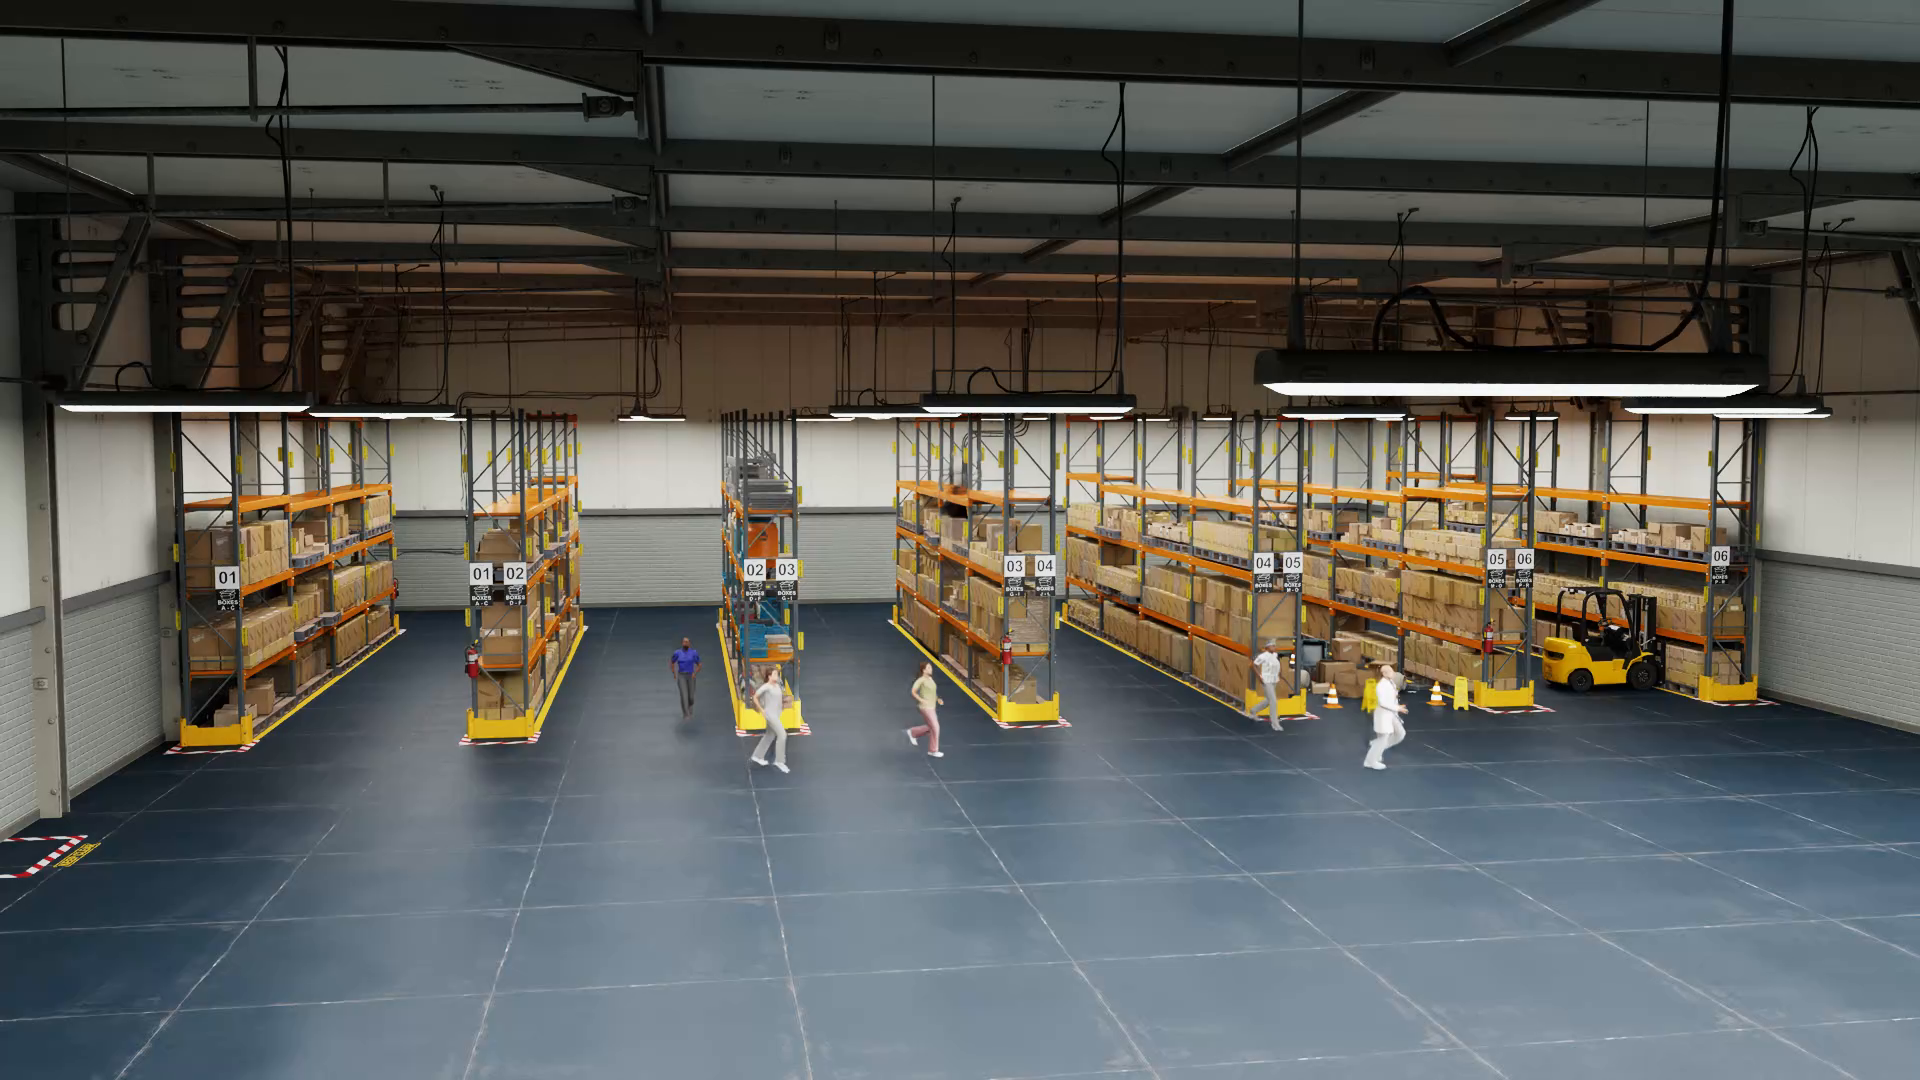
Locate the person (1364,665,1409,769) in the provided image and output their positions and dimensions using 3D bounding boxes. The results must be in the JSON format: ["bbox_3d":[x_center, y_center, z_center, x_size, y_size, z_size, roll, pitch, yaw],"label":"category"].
[{"bbox_3d":[7.098,2.928,27.587,0.748,1.732,0.738,3,5,33],"label":"person"}]

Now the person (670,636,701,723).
[{"bbox_3d":[-5.302,2.669,32.131,0.596,1.631,0.676,-1,4,-11],"label":"person"}]

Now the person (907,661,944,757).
[{"bbox_3d":[-0.620,2.911,28.740,0.721,1.646,0.580,2,4,24],"label":"person"}]

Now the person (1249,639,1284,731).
[{"bbox_3d":[5.813,2.707,31.403,0.596,1.727,0.852,-4,5,-43],"label":"person"}]

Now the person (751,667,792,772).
[{"bbox_3d":[-3.129,2.962,27.530,0.768,1.723,0.537,1,4,15],"label":"person"}]
